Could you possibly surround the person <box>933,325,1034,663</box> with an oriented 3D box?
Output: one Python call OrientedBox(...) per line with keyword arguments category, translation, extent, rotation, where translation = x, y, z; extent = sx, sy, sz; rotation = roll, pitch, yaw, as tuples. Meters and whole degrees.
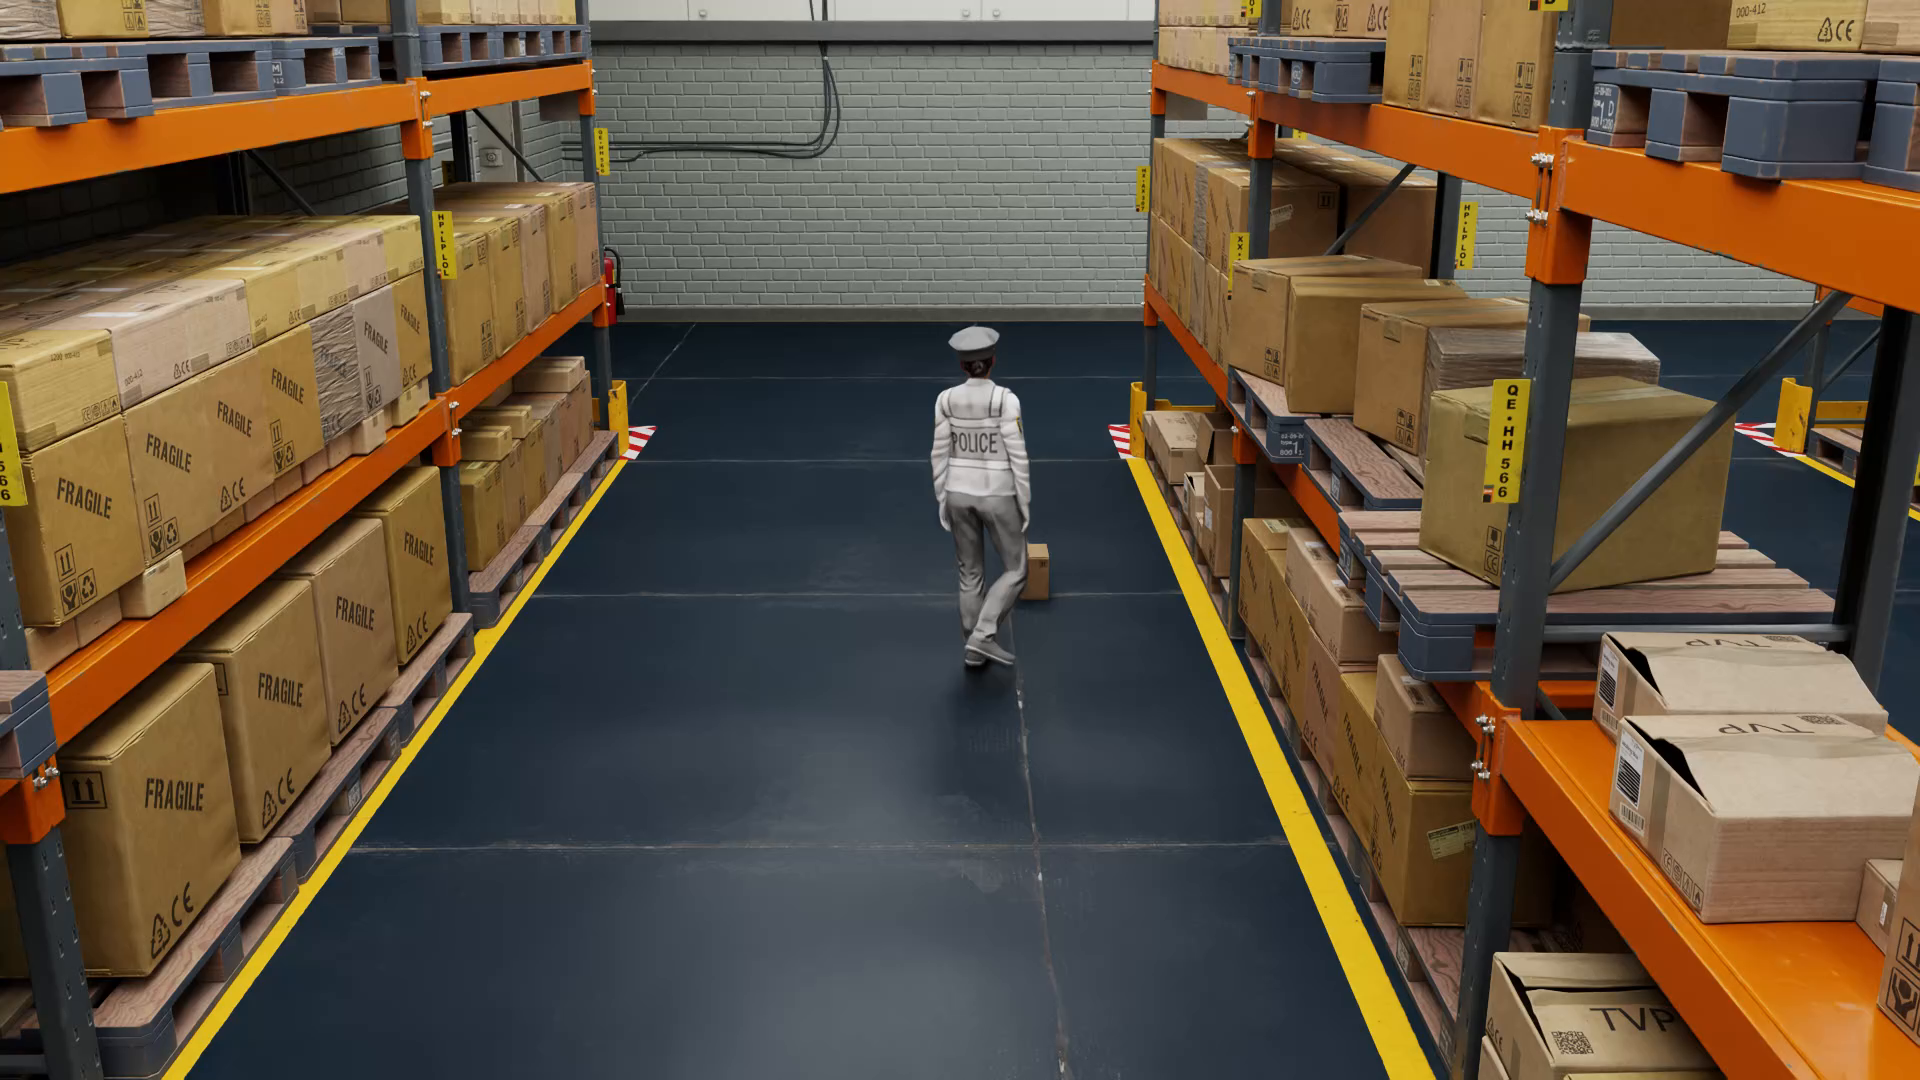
OrientedBox(category="person", translation=(0.088, -0.175, 8.063), extent=(0.532, 1.667, 0.529), rotation=(7, 19, 23))
